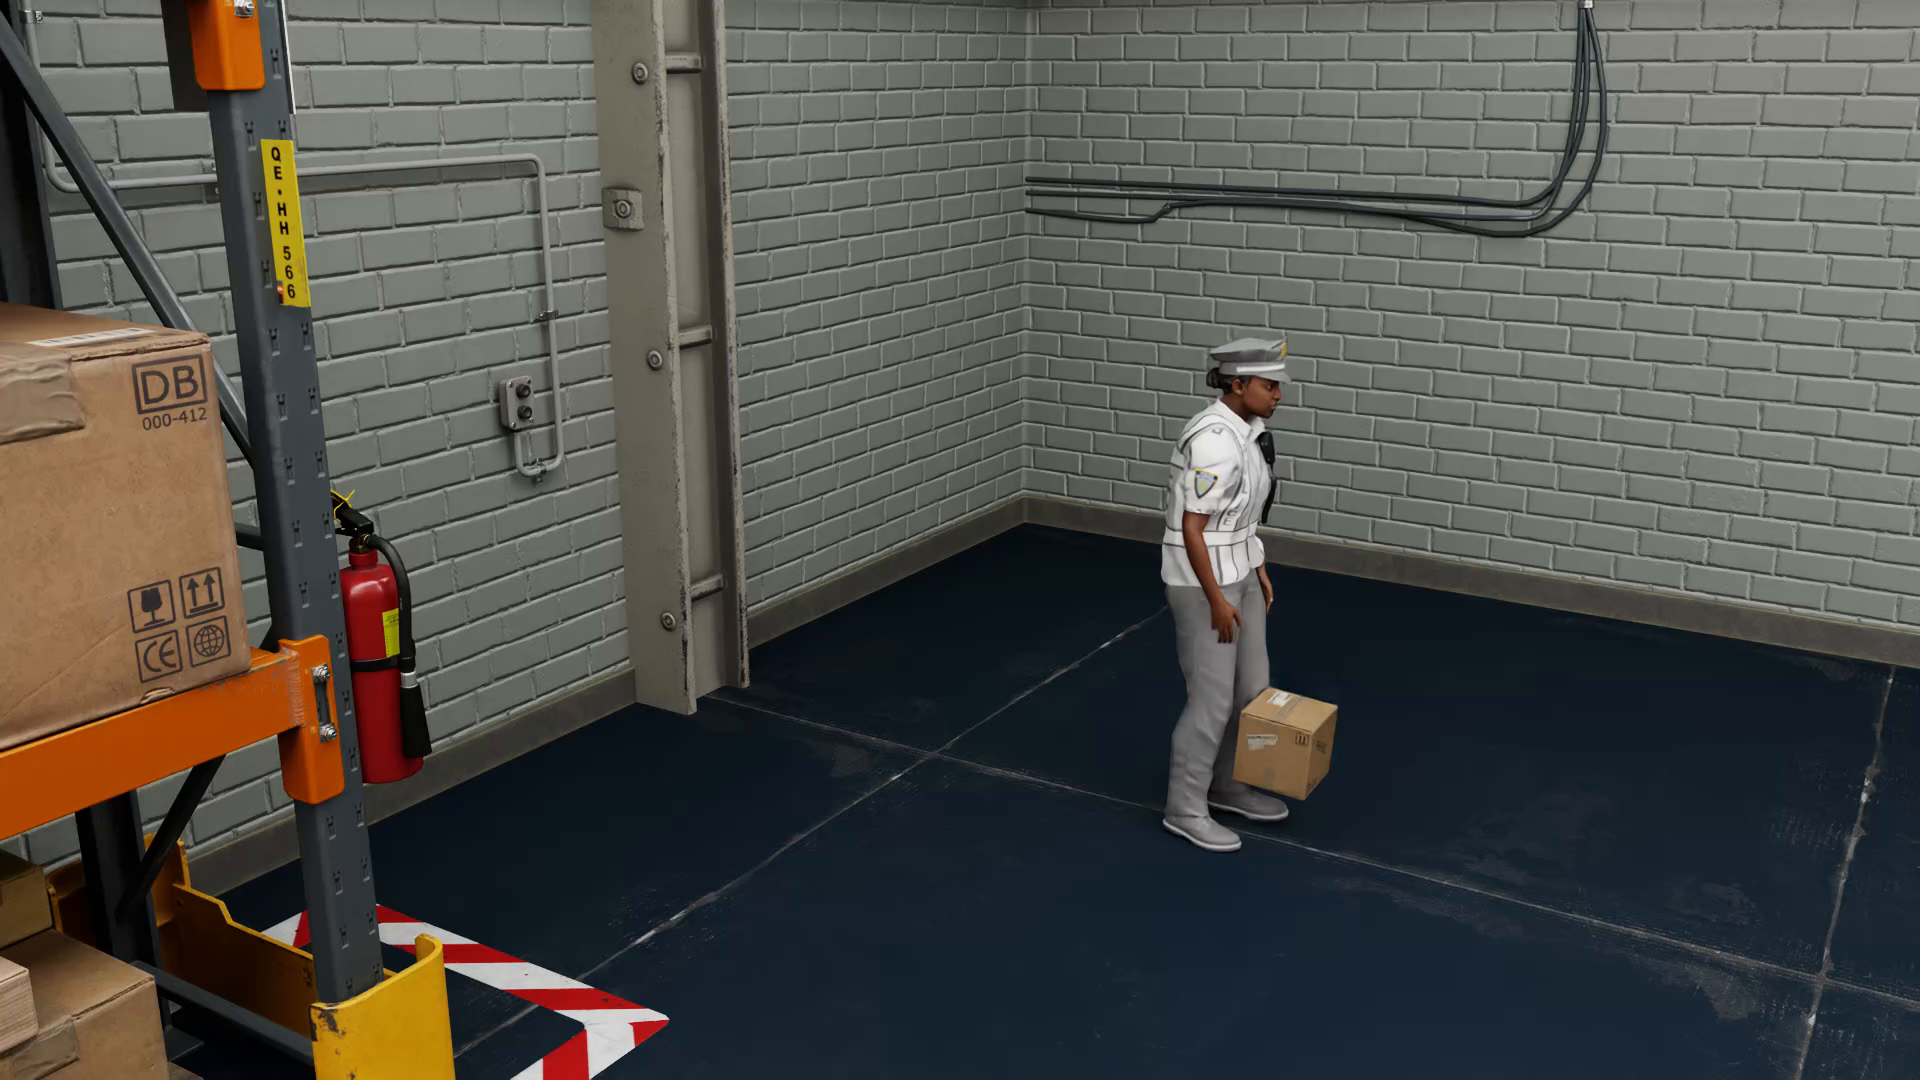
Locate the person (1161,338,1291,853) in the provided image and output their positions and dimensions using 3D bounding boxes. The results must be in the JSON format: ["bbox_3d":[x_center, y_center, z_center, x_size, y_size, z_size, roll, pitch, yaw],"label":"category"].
[{"bbox_3d":[0.884,0.159,5.480,0.424,1.665,0.498,9,19,29],"label":"person"}]
